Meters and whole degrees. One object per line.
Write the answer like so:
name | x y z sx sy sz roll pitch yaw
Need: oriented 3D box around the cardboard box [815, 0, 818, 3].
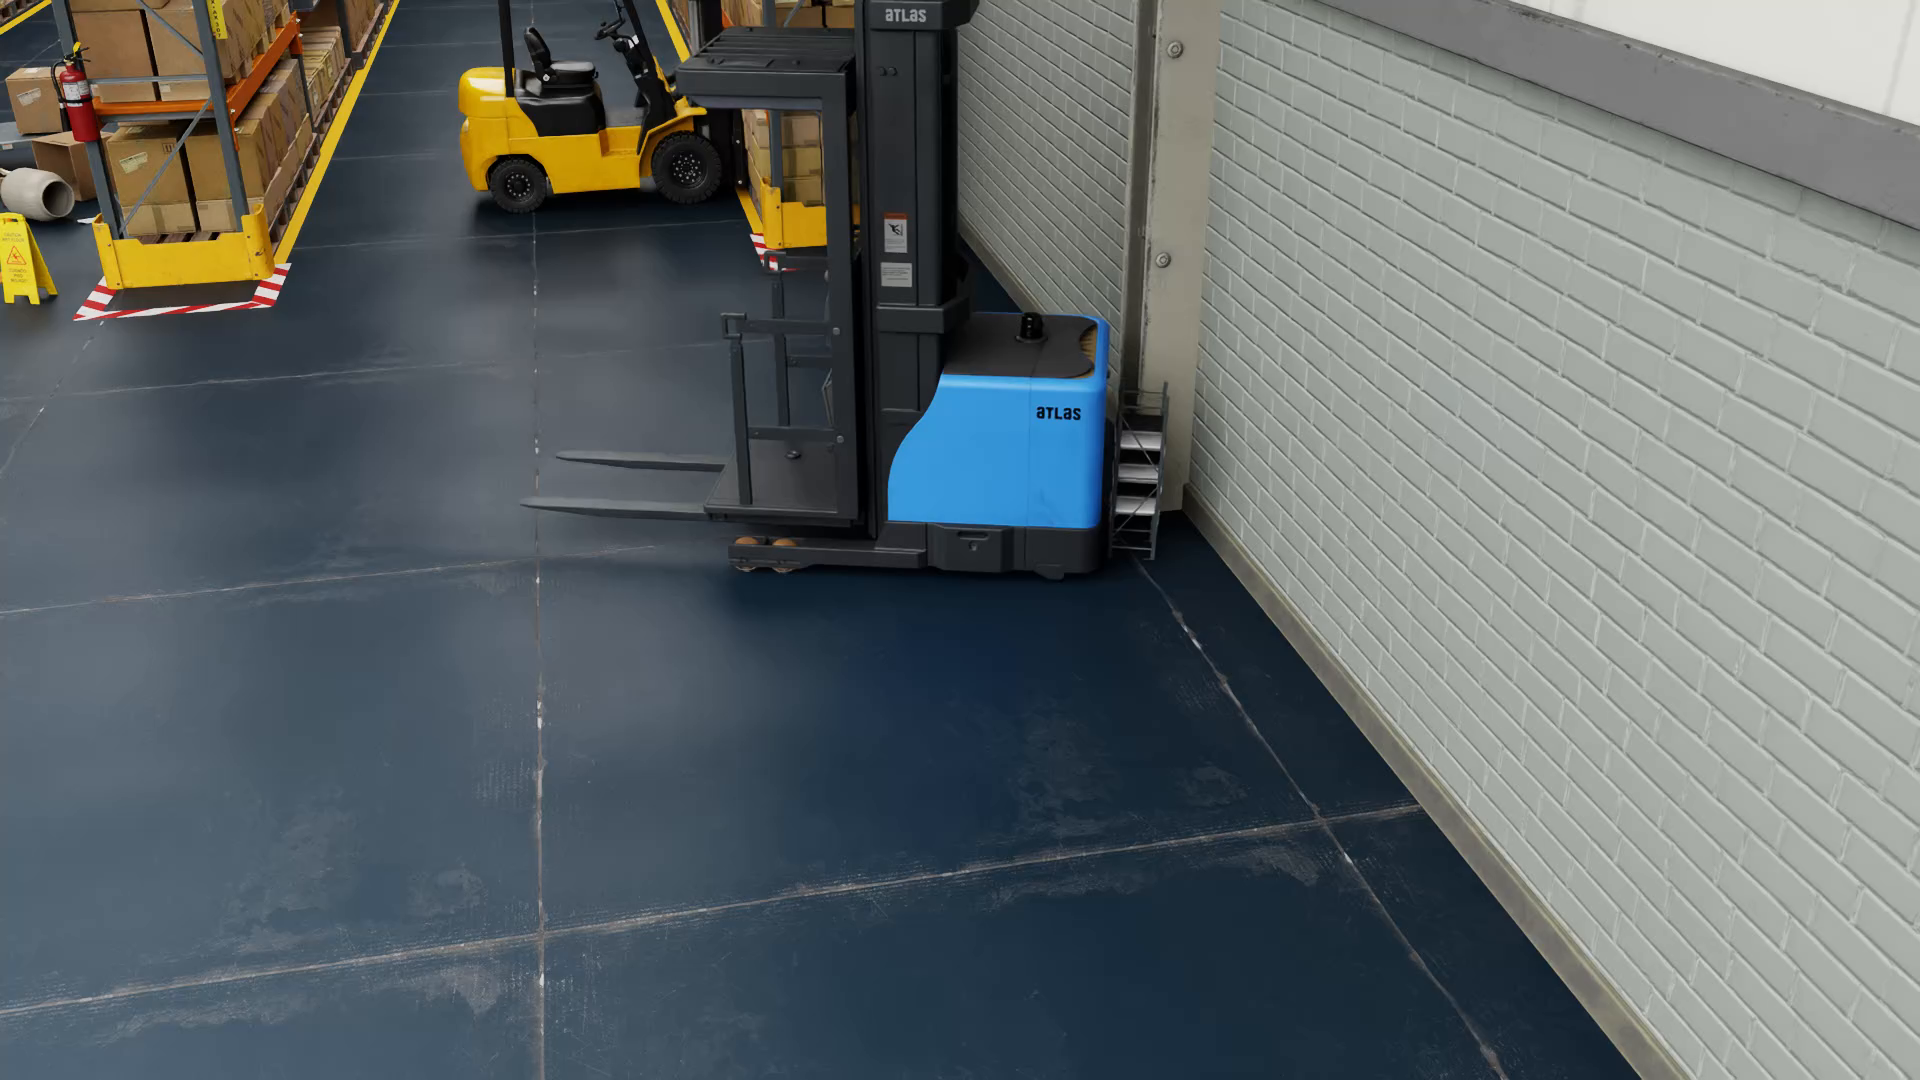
cardboard box | -1.000 -4.337 13.902 0.500 0.500 0.500 -5 27 -10

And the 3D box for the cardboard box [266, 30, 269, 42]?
cardboard box | -6.127 -4.287 14.193 0.380 0.149 0.250 -6 27 -13

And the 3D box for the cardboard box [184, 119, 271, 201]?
cardboard box | -5.774 -3.002 13.121 0.500 0.500 0.500 -7 28 -13

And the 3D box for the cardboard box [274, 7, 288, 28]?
cardboard box | -6.325 -4.739 15.089 0.380 0.149 0.250 -5 27 -10

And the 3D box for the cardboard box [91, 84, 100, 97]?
cardboard box | -6.313 -3.445 12.524 0.380 0.149 0.250 -6 27 -12

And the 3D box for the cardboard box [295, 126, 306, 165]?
cardboard box | -6.232 -3.565 15.070 0.500 0.250 0.500 -7 28 -13

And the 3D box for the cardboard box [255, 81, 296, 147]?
cardboard box | -6.130 -3.686 14.476 0.500 0.500 0.500 -5 27 -9

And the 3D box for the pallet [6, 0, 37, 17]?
pallet | -13.824 -7.618 23.609 1.003 0.211 1.213 -6 27 -12

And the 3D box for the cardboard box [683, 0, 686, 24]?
cardboard box | -3.351 -7.018 21.633 0.500 0.500 0.500 -5 27 -9

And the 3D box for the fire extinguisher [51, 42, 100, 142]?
fire extinguisher | -6.279 -3.183 11.813 0.296 0.674 0.183 -6 27 -12

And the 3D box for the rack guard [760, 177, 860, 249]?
rack guard | -1.015 -2.693 13.532 1.175 0.500 0.348 -6 27 -12

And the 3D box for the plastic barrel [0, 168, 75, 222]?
plastic barrel | -7.796 -2.917 14.060 0.512 0.421 0.421 13 30 24

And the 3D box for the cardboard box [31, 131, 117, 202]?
cardboard box | -7.841 -3.347 14.823 0.500 0.500 0.500 13 30 24

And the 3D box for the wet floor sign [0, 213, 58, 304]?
wet floor sign | -6.855 -2.071 12.137 0.267 0.644 0.232 3 27 6

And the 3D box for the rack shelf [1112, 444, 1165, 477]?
rack shelf | 0.901 -0.402 8.413 0.258 0.077 0.200 3 27 3

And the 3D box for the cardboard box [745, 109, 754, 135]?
cardboard box | -1.549 -3.620 14.070 0.500 0.250 0.500 -5 27 -11

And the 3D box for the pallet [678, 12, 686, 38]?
pallet | -3.226 -6.953 22.292 1.003 0.211 1.213 -6 27 -12

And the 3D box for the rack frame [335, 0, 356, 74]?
rack frame | -7.658 -6.826 18.945 1.000 3.000 0.127 -6 27 -12

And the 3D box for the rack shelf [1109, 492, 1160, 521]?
rack shelf | 0.893 -0.162 8.535 0.258 0.077 0.200 3 27 3

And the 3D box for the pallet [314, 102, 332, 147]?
pallet | -6.934 -4.167 16.772 1.003 0.211 1.213 -6 27 -12

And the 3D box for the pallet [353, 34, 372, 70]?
pallet | -7.763 -5.935 20.275 1.003 0.211 1.213 -6 27 -12

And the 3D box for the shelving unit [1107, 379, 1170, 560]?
shelving unit | 0.900 -0.352 8.439 0.258 0.900 0.210 3 27 3

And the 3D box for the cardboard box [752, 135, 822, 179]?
cardboard box | -1.435 -3.185 13.762 0.500 0.250 0.500 -6 27 -12

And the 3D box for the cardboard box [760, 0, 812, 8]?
cardboard box | -1.371 -4.278 13.066 0.380 0.149 0.250 -6 27 -11

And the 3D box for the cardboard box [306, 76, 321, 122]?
cardboard box | -6.877 -4.315 16.420 0.950 0.372 0.625 -6 27 -11

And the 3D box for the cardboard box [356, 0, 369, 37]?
cardboard box | -7.930 -6.769 20.724 0.875 0.875 0.875 -6 27 -11

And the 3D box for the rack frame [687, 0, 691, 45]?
rack frame | -2.823 -7.332 19.947 1.000 3.000 0.127 -6 27 -12

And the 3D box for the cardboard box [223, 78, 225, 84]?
cardboard box | -5.801 -3.482 12.598 0.380 0.149 0.250 -6 27 -11

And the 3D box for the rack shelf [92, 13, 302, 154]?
rack shelf | -6.306 -3.871 13.889 1.077 0.370 4.000 -6 27 -12

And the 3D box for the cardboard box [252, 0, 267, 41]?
cardboard box | -6.050 -4.401 13.699 0.500 0.500 0.500 -7 28 -13

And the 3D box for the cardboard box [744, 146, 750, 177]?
cardboard box | -1.641 -3.394 14.731 0.500 0.250 0.500 -6 27 -11

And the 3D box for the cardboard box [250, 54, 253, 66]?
cardboard box | -5.885 -3.833 13.293 0.380 0.149 0.250 -5 27 -10

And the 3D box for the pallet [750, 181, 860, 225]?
pallet | -1.233 -2.907 14.274 1.003 0.211 1.213 -6 27 -12

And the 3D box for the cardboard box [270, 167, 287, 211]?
cardboard box | -5.875 -2.881 13.715 0.500 0.250 0.500 -5 27 -10

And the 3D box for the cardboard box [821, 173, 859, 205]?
cardboard box | -0.940 -3.015 13.981 0.500 0.250 0.500 -6 27 -11

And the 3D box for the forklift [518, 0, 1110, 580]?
forklift | -0.755 -1.377 8.226 3.031 2.935 1.130 3 27 5

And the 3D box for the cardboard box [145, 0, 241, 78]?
cardboard box | -5.692 -3.728 12.366 0.500 0.500 0.500 -6 27 -12

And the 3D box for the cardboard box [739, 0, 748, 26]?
cardboard box | -1.611 -4.508 14.241 0.500 0.500 0.500 -6 27 -13

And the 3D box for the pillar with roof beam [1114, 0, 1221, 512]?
pillar with roof beam | -3.141 -3.824 6.340 9.100 9.000 0.400 -6 27 -12

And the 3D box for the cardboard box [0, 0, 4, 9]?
cardboard box | -13.189 -7.259 22.501 0.380 0.149 0.250 -5 27 -10

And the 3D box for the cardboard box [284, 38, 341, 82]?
cardboard box | -7.367 -5.268 18.309 0.950 0.372 0.625 -6 27 -13

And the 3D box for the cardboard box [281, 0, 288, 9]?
cardboard box | -6.414 -5.078 15.040 0.500 0.500 0.500 -7 28 -13

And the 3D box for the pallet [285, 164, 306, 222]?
pallet | -6.293 -2.998 14.455 1.003 0.211 1.213 -6 27 -12

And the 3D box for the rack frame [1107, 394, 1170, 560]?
rack frame | 0.892 -0.306 8.348 0.240 0.900 0.006 3 27 3

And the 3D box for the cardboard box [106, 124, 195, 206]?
cardboard box | -6.290 -2.934 12.988 0.500 0.500 0.500 -6 27 -11

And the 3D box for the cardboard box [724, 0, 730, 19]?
cardboard box | -1.943 -5.172 15.558 0.500 0.500 0.500 -5 27 -11
